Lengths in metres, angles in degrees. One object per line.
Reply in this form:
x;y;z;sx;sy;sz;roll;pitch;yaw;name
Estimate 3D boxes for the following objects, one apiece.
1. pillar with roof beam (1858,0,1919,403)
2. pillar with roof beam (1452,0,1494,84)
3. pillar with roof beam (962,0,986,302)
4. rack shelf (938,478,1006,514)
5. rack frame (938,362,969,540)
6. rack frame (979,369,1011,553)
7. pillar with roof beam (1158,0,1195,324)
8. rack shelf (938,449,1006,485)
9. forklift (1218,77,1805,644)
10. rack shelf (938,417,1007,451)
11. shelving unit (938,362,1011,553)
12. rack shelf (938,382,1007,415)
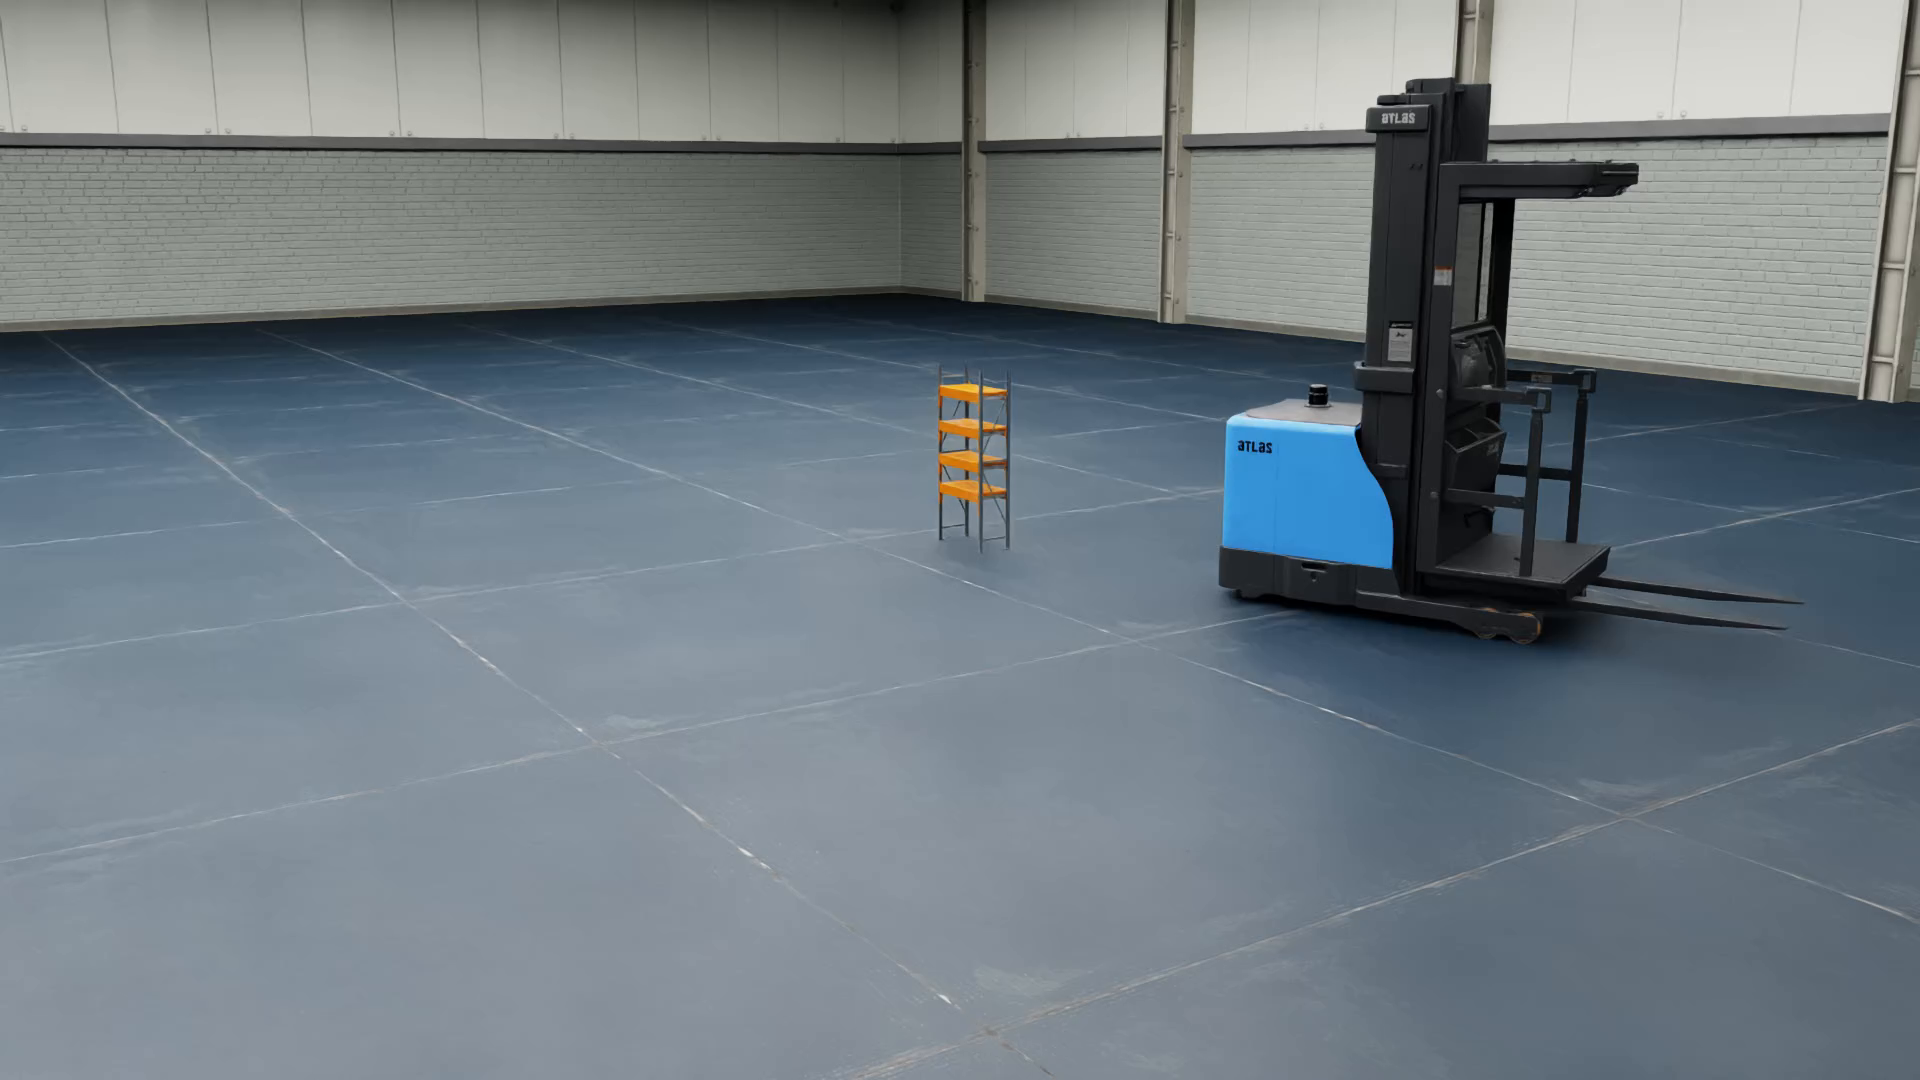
6.660;-5.439;15.170;9.100;9.000;0.400;-8;15;-33;pillar with roof beam
3.336;-6.506;20.050;9.100;9.000;0.400;-8;15;-33;pillar with roof beam
-3.313;-8.640;29.809;9.100;9.000;0.400;-8;15;-33;pillar with roof beam
0.092;-0.297;11.156;0.258;0.148;0.480;-8;15;-33;rack shelf
-0.043;-0.600;11.297;0.240;1.200;0.015;-8;15;-33;rack frame
0.227;-0.513;10.901;0.240;1.200;0.015;-8;15;-33;rack frame
0.011;-7.573;24.929;9.100;9.000;0.400;-8;15;-33;pillar with roof beam
0.092;-0.491;11.113;0.258;0.148;0.480;-8;15;-33;rack shelf
3.040;-1.008;9.110;3.031;2.935;1.130;8;15;32;forklift
0.092;-0.710;11.066;0.258;0.148;0.480;-8;15;-33;rack shelf
0.092;-0.557;11.099;0.258;1.200;0.503;-8;15;-33;shelving unit
0.092;-0.941;11.015;0.258;0.148;0.480;-8;15;-33;rack shelf
